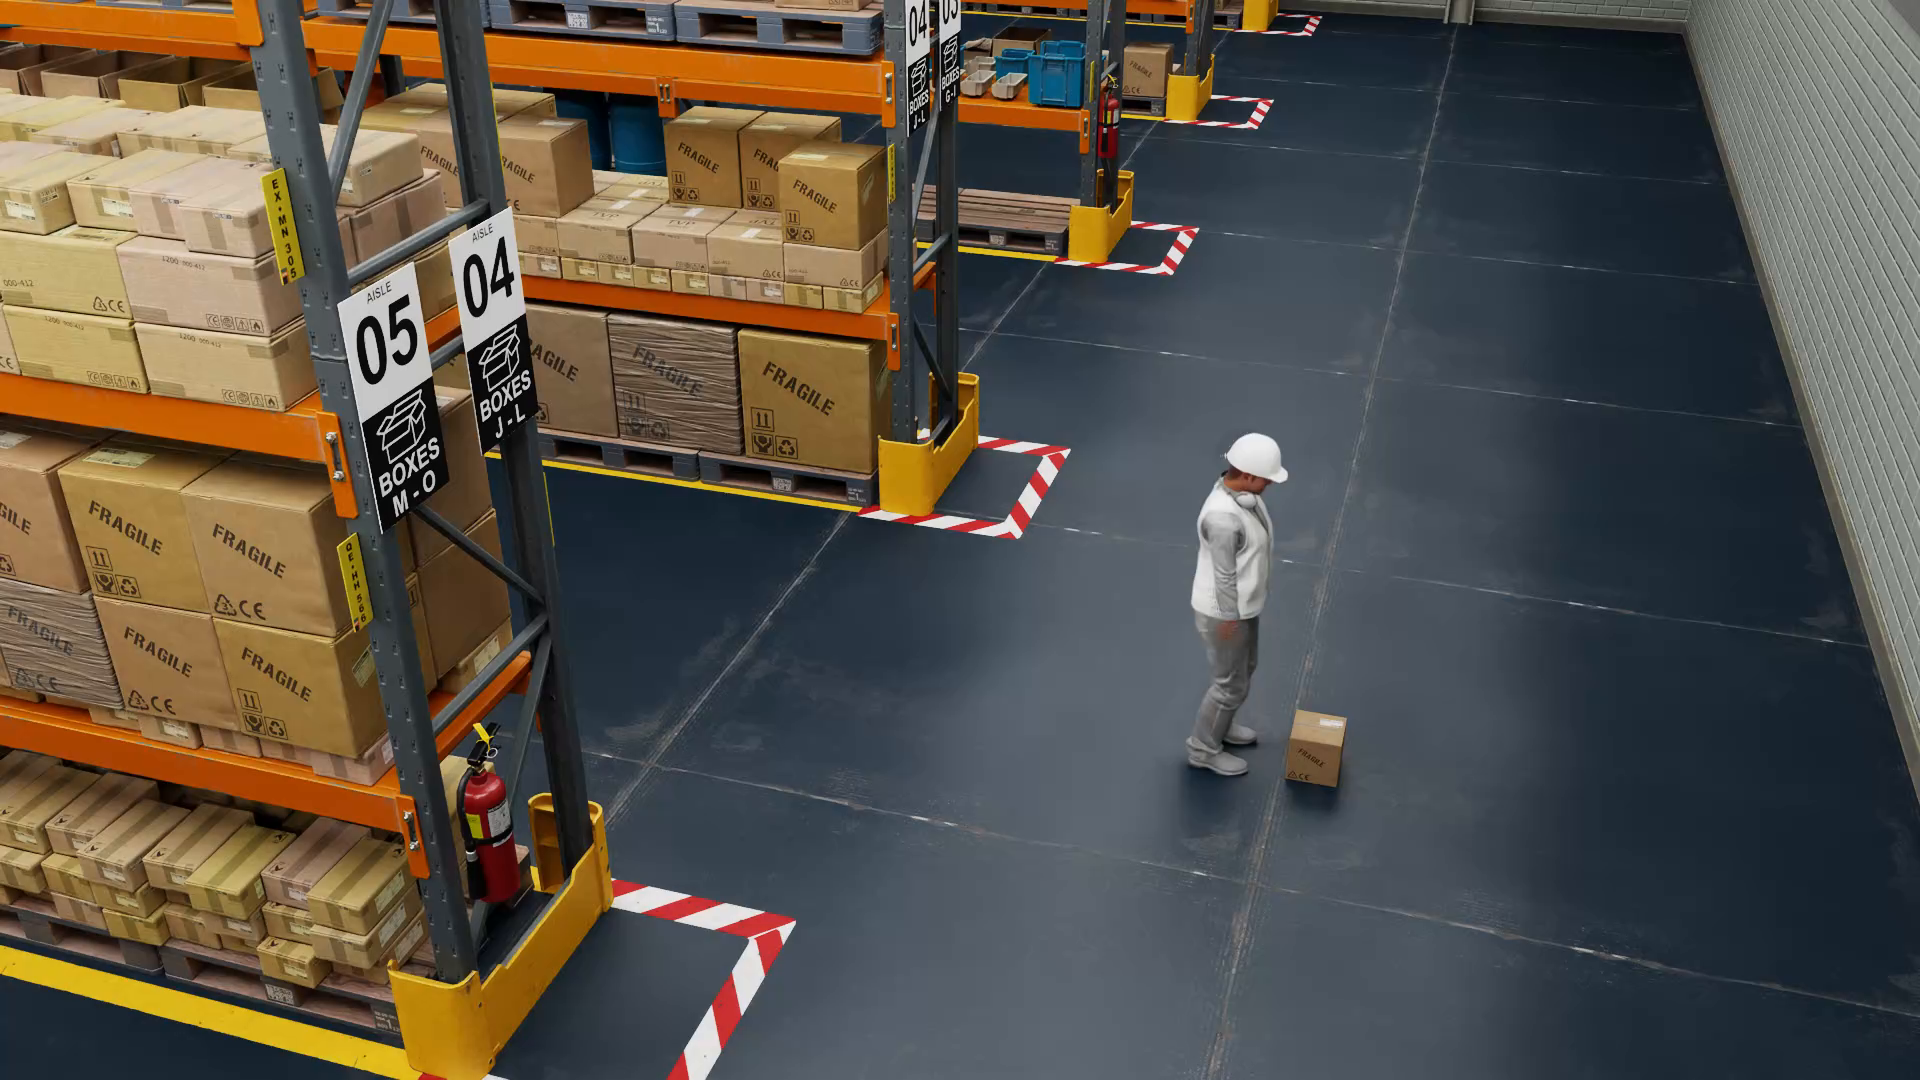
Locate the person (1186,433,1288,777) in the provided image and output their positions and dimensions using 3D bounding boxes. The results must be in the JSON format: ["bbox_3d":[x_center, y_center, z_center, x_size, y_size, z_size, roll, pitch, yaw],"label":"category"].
[{"bbox_3d":[1.315,0.286,7.987,0.377,1.760,0.538,9,30,16],"label":"person"}]
